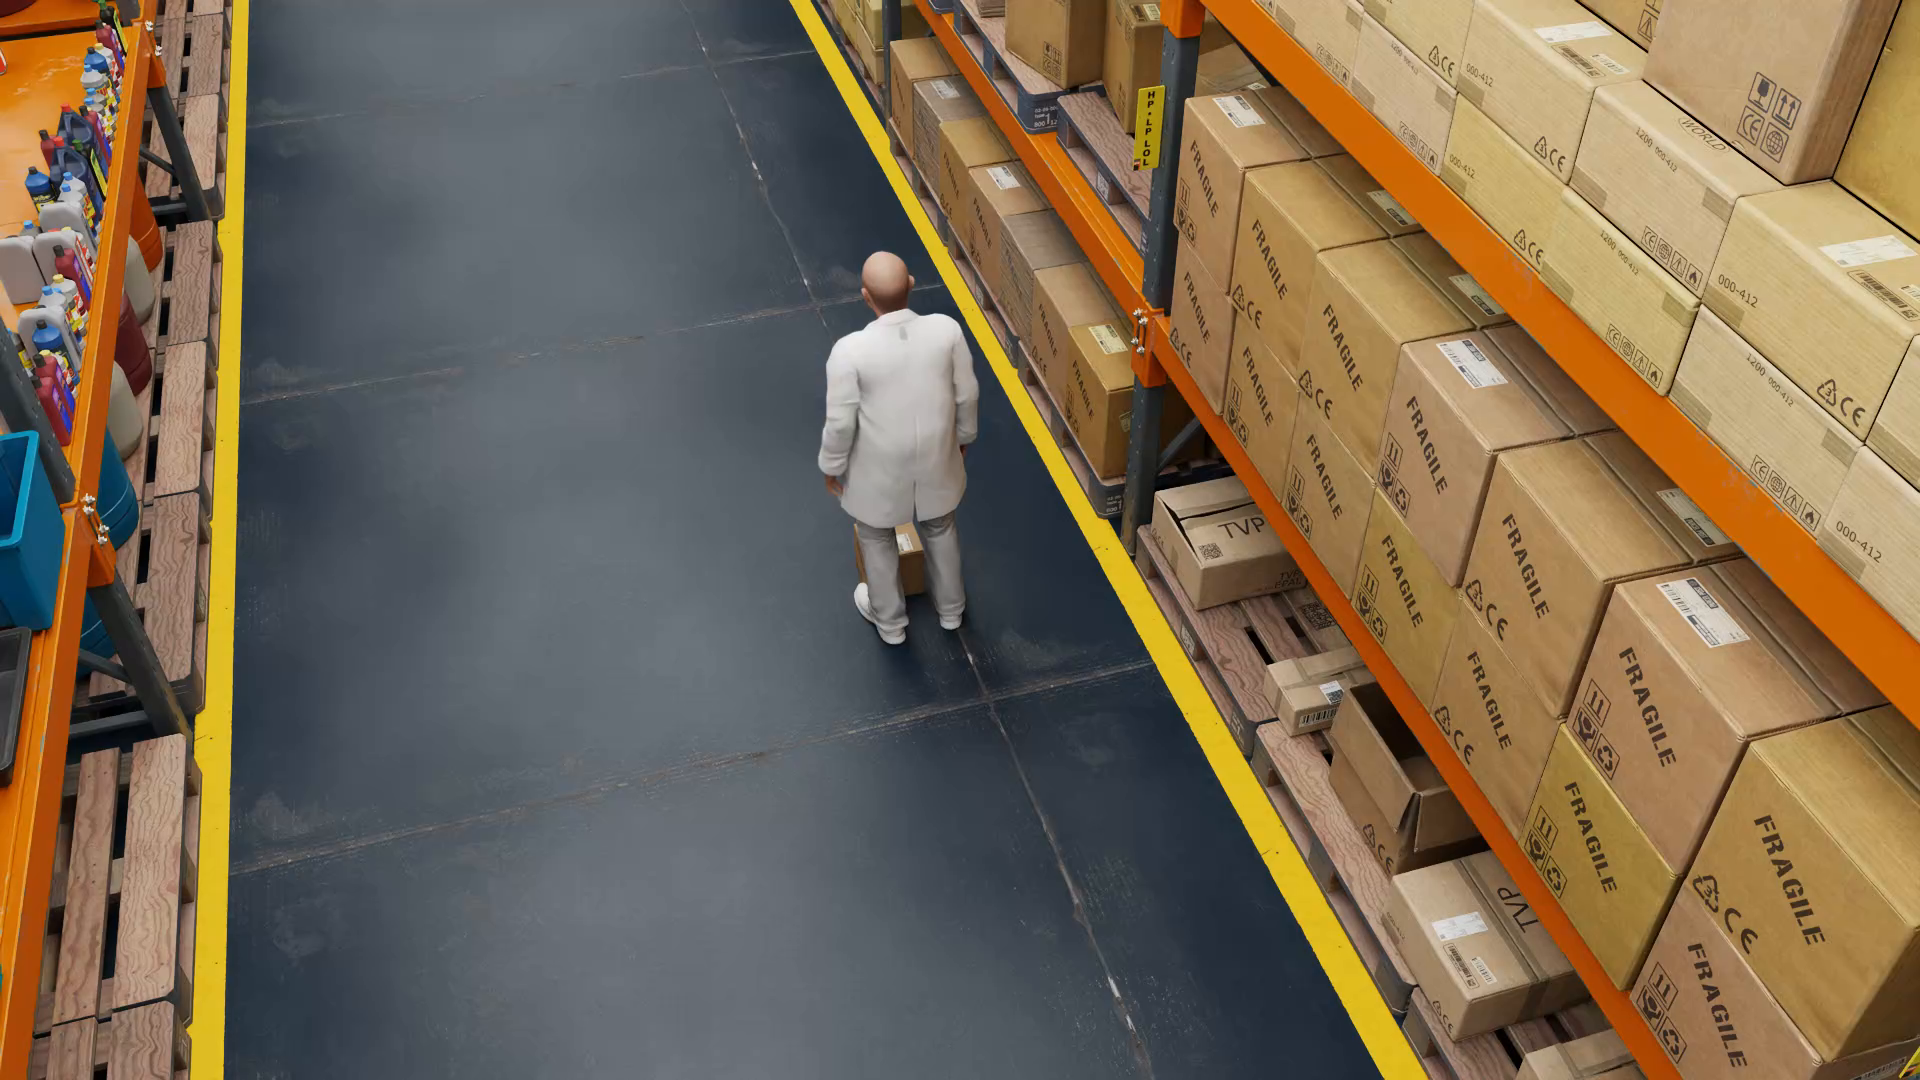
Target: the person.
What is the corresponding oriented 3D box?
[{"bbox_3d":[-0.236,-0.336,6.548,0.655,1.775,0.419,-14,43,-15],"label":"person"}]
